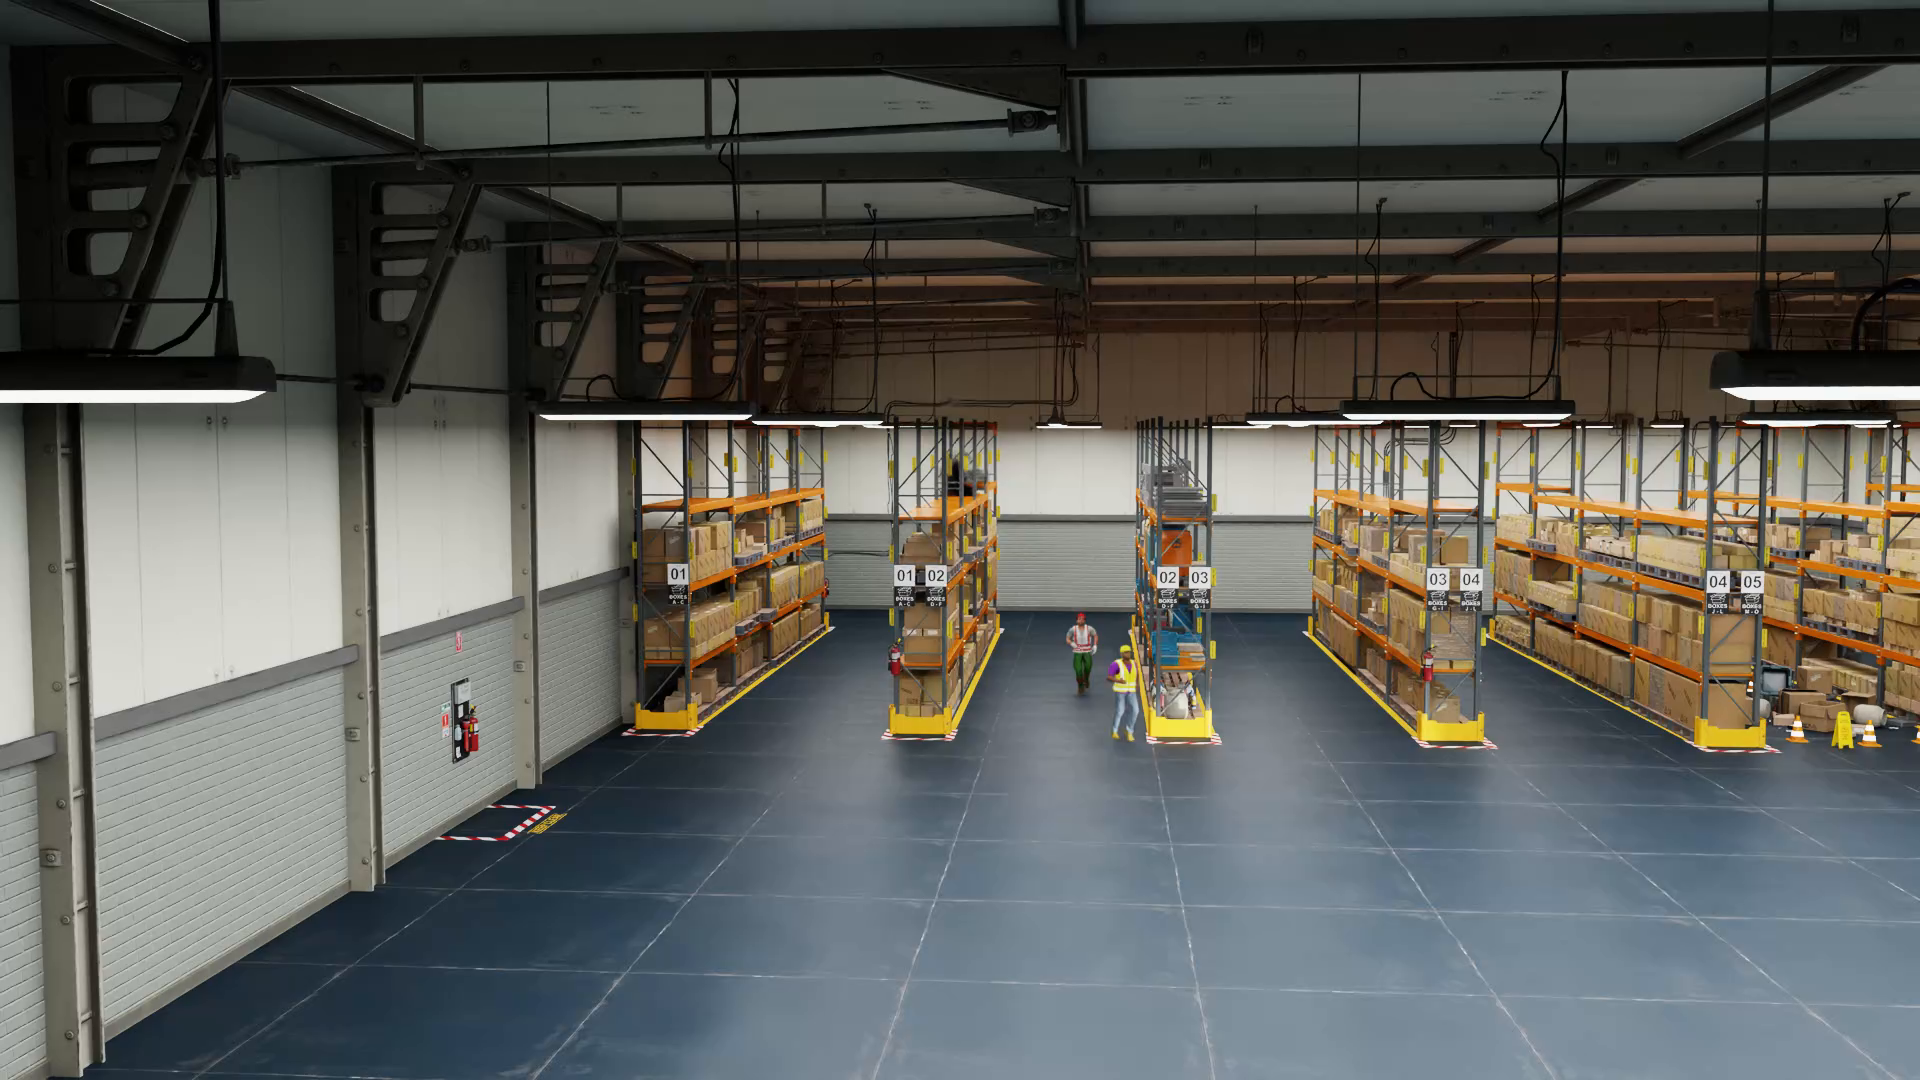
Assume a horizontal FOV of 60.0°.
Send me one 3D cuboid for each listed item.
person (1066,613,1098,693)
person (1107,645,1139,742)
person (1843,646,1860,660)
[{"bbox_3d":[2.666,2.471,36.315,0.713,1.749,0.572,0,4,1],"label":"person"},{"bbox_3d":[3.068,2.846,30.740,0.716,1.817,0.644,-2,4,-22],"label":"person"},{"bbox_3d":[22.212,2.158,41.429,0.581,1.676,0.932,0,4,-3],"label":"person"}]
